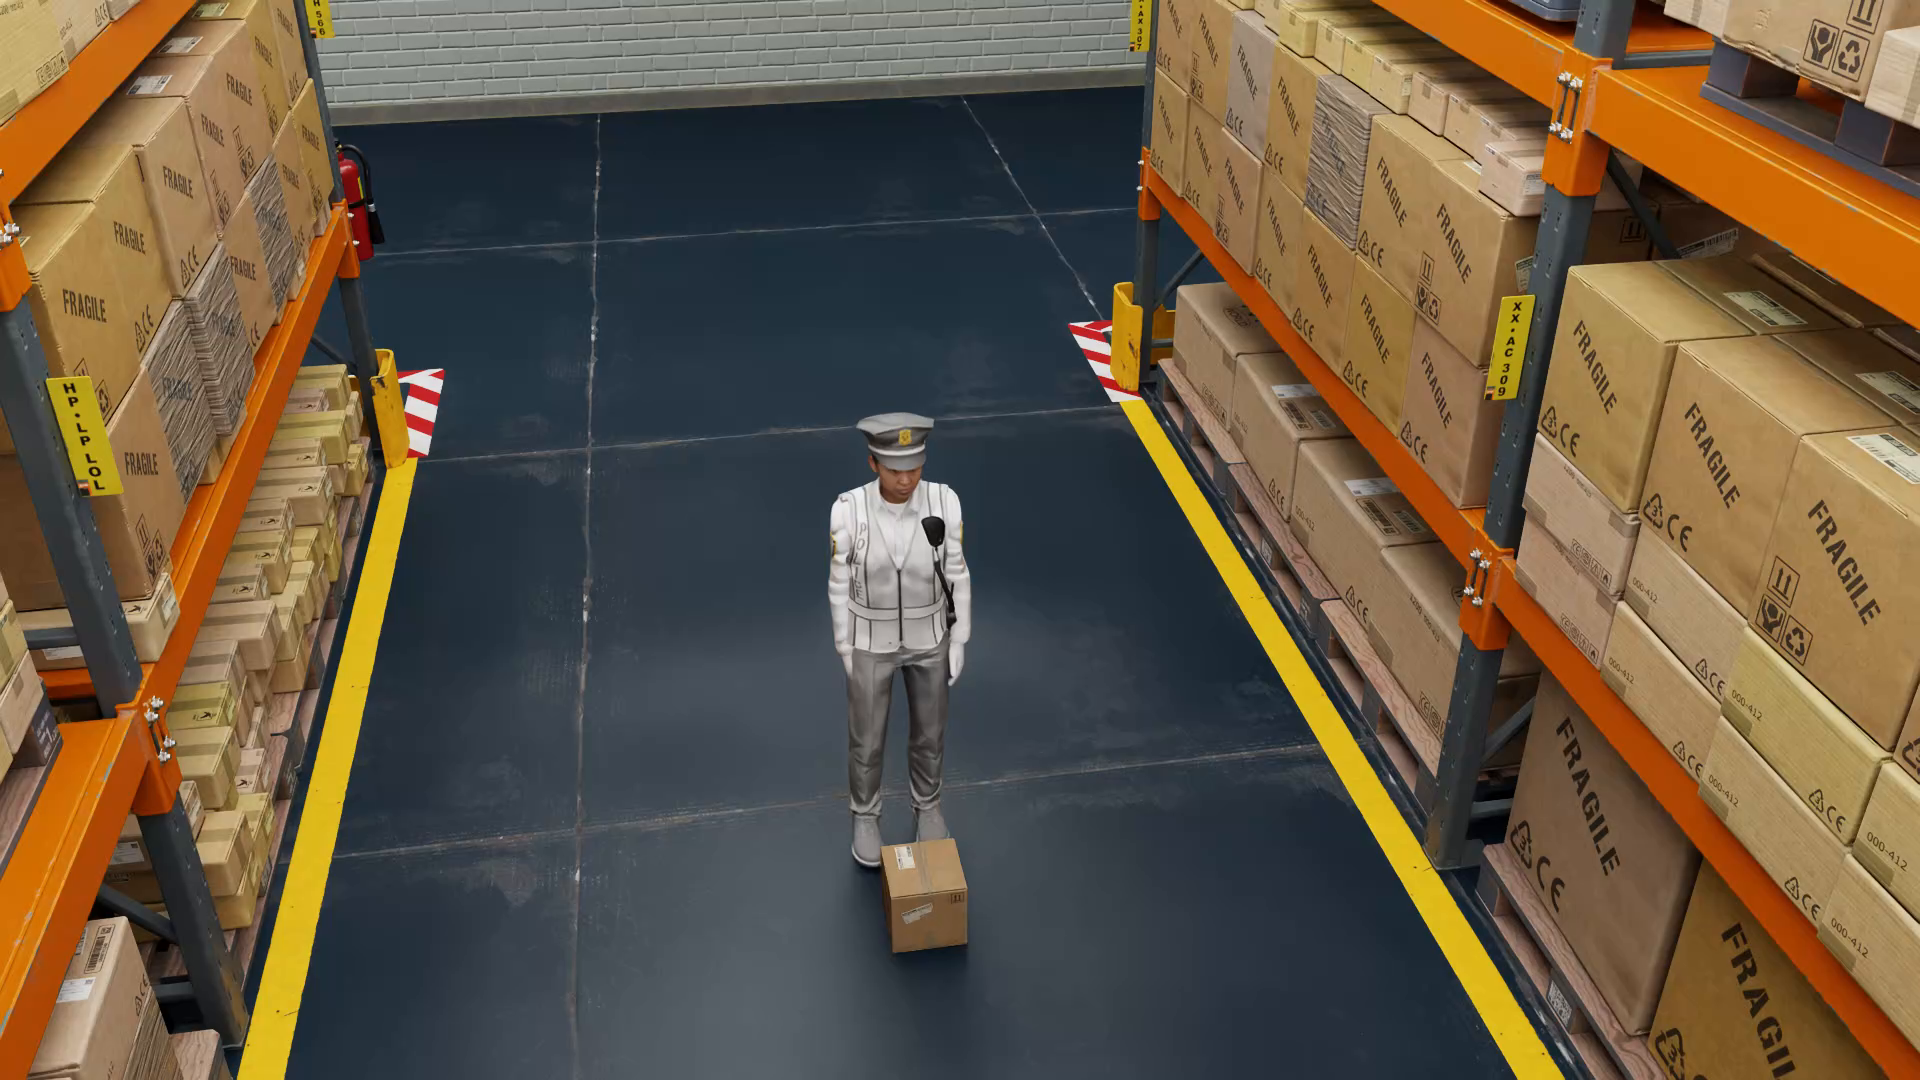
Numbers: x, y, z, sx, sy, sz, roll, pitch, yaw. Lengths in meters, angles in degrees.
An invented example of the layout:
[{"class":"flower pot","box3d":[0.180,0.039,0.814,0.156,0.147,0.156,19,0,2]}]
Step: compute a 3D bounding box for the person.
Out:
[{"class":"person","box3d":[-0.194,0.343,5.546,0.469,1.680,0.332,-5,31,-8]}]
